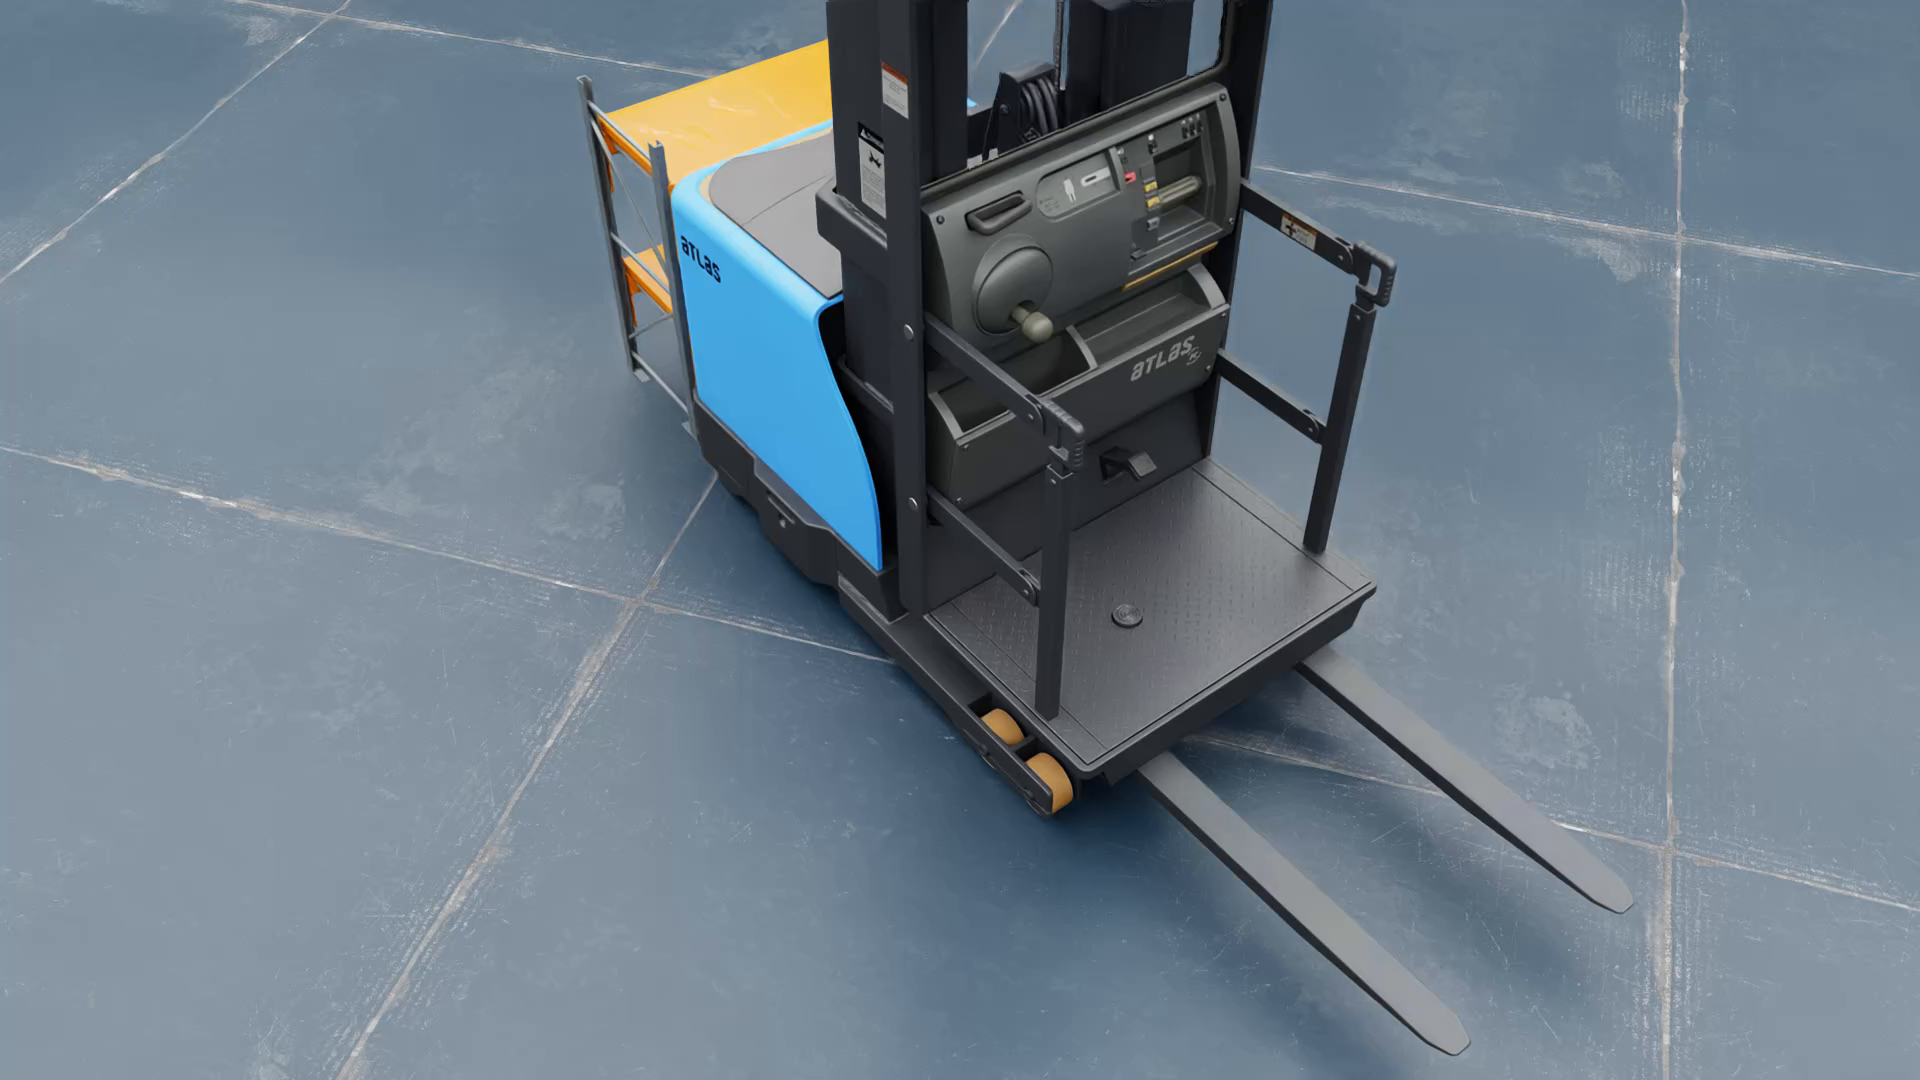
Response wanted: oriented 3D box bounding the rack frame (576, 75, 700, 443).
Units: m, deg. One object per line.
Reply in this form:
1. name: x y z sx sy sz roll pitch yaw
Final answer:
1. rack frame: -1.016 -0.877 5.342 0.032 1.125 0.500 -27 50 -25

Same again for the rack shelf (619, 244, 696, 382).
1. rack shelf: -0.604 -0.911 5.726 1.000 0.278 0.538 -27 50 -25

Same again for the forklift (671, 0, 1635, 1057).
1. forklift: 0.450 -0.704 3.874 1.130 2.935 3.031 -28 51 -26

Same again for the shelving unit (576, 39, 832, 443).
1. shelving unit: -0.604 -1.086 5.555 1.048 1.125 0.538 -27 50 -25

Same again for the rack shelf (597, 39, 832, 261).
1. rack shelf: -0.604 -1.295 5.350 1.000 0.278 0.538 -27 50 -25
